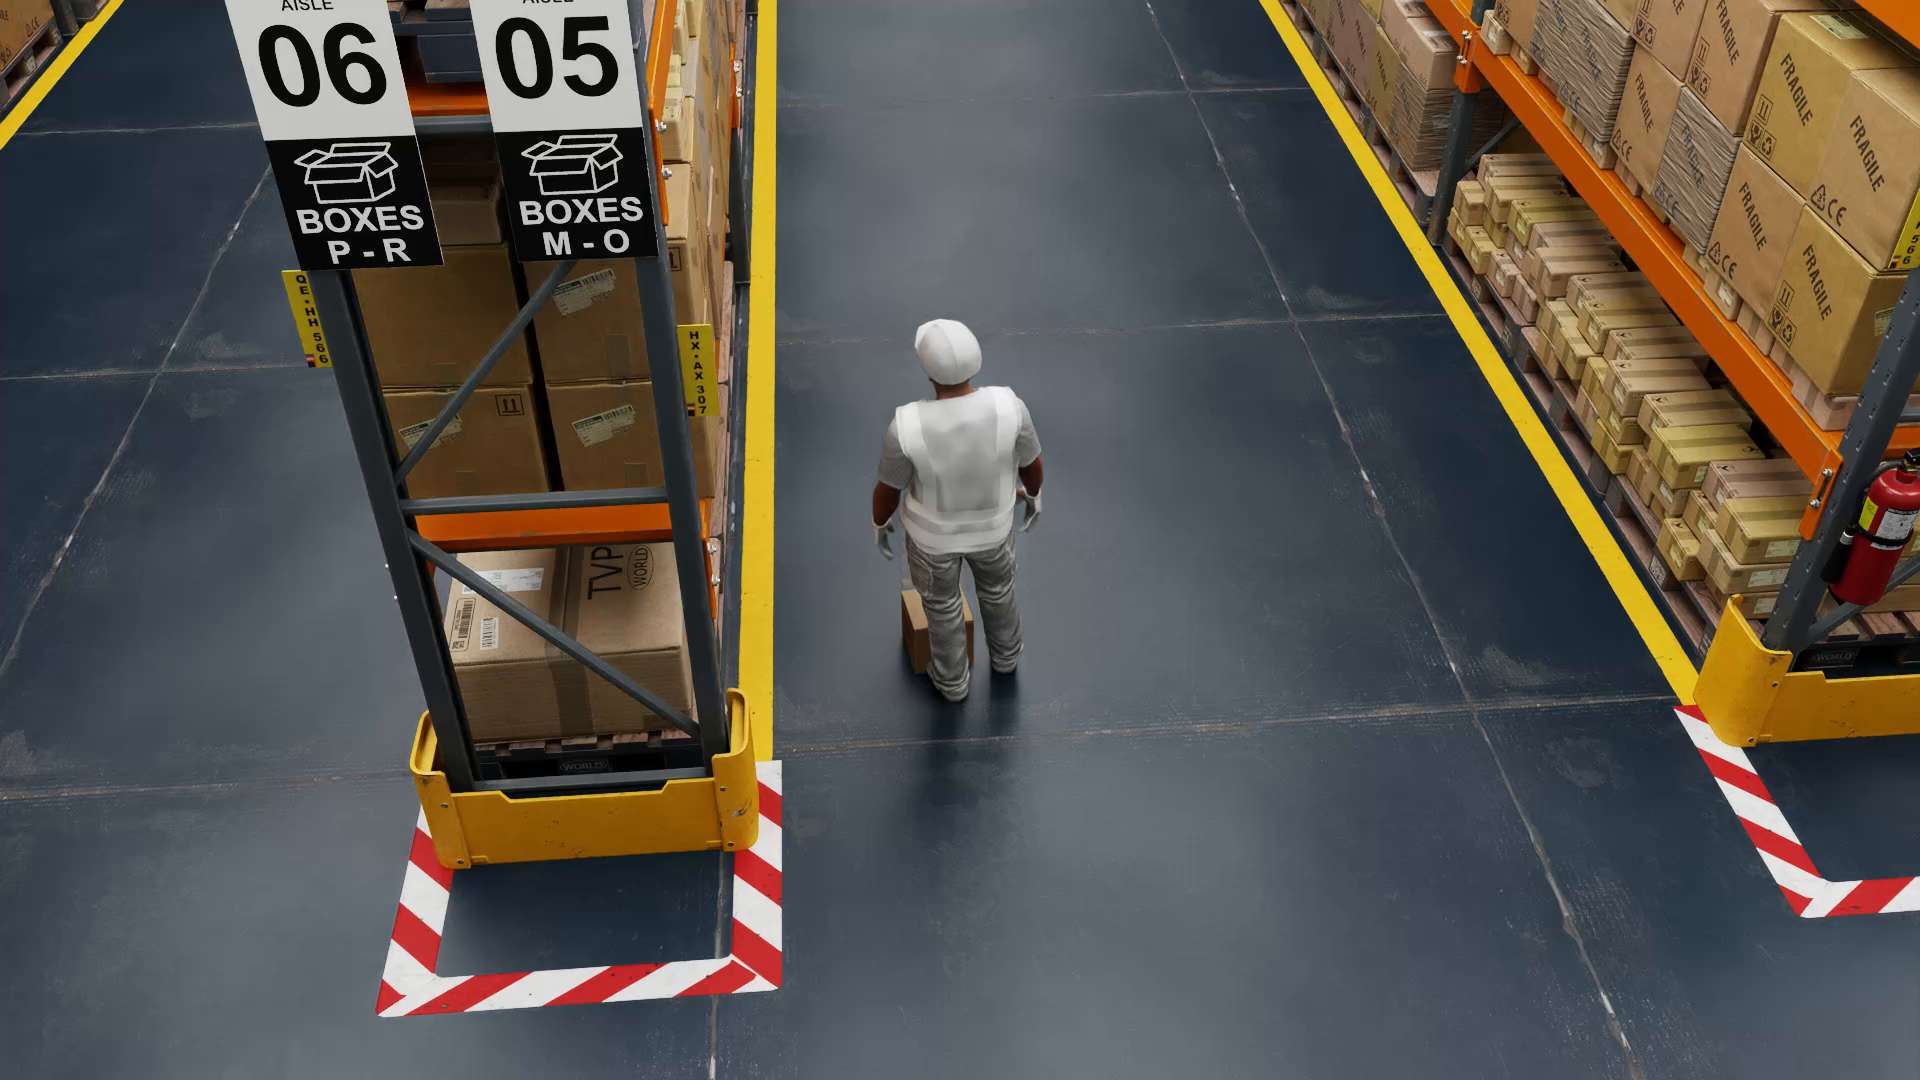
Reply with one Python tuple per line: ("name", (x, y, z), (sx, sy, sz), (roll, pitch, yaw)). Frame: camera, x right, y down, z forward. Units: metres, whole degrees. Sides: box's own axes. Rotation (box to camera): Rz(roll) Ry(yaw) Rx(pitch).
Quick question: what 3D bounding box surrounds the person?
("person", (-0.020, -0.120, 6.273), (0.655, 1.782, 0.576), (-8, 39, -9))
